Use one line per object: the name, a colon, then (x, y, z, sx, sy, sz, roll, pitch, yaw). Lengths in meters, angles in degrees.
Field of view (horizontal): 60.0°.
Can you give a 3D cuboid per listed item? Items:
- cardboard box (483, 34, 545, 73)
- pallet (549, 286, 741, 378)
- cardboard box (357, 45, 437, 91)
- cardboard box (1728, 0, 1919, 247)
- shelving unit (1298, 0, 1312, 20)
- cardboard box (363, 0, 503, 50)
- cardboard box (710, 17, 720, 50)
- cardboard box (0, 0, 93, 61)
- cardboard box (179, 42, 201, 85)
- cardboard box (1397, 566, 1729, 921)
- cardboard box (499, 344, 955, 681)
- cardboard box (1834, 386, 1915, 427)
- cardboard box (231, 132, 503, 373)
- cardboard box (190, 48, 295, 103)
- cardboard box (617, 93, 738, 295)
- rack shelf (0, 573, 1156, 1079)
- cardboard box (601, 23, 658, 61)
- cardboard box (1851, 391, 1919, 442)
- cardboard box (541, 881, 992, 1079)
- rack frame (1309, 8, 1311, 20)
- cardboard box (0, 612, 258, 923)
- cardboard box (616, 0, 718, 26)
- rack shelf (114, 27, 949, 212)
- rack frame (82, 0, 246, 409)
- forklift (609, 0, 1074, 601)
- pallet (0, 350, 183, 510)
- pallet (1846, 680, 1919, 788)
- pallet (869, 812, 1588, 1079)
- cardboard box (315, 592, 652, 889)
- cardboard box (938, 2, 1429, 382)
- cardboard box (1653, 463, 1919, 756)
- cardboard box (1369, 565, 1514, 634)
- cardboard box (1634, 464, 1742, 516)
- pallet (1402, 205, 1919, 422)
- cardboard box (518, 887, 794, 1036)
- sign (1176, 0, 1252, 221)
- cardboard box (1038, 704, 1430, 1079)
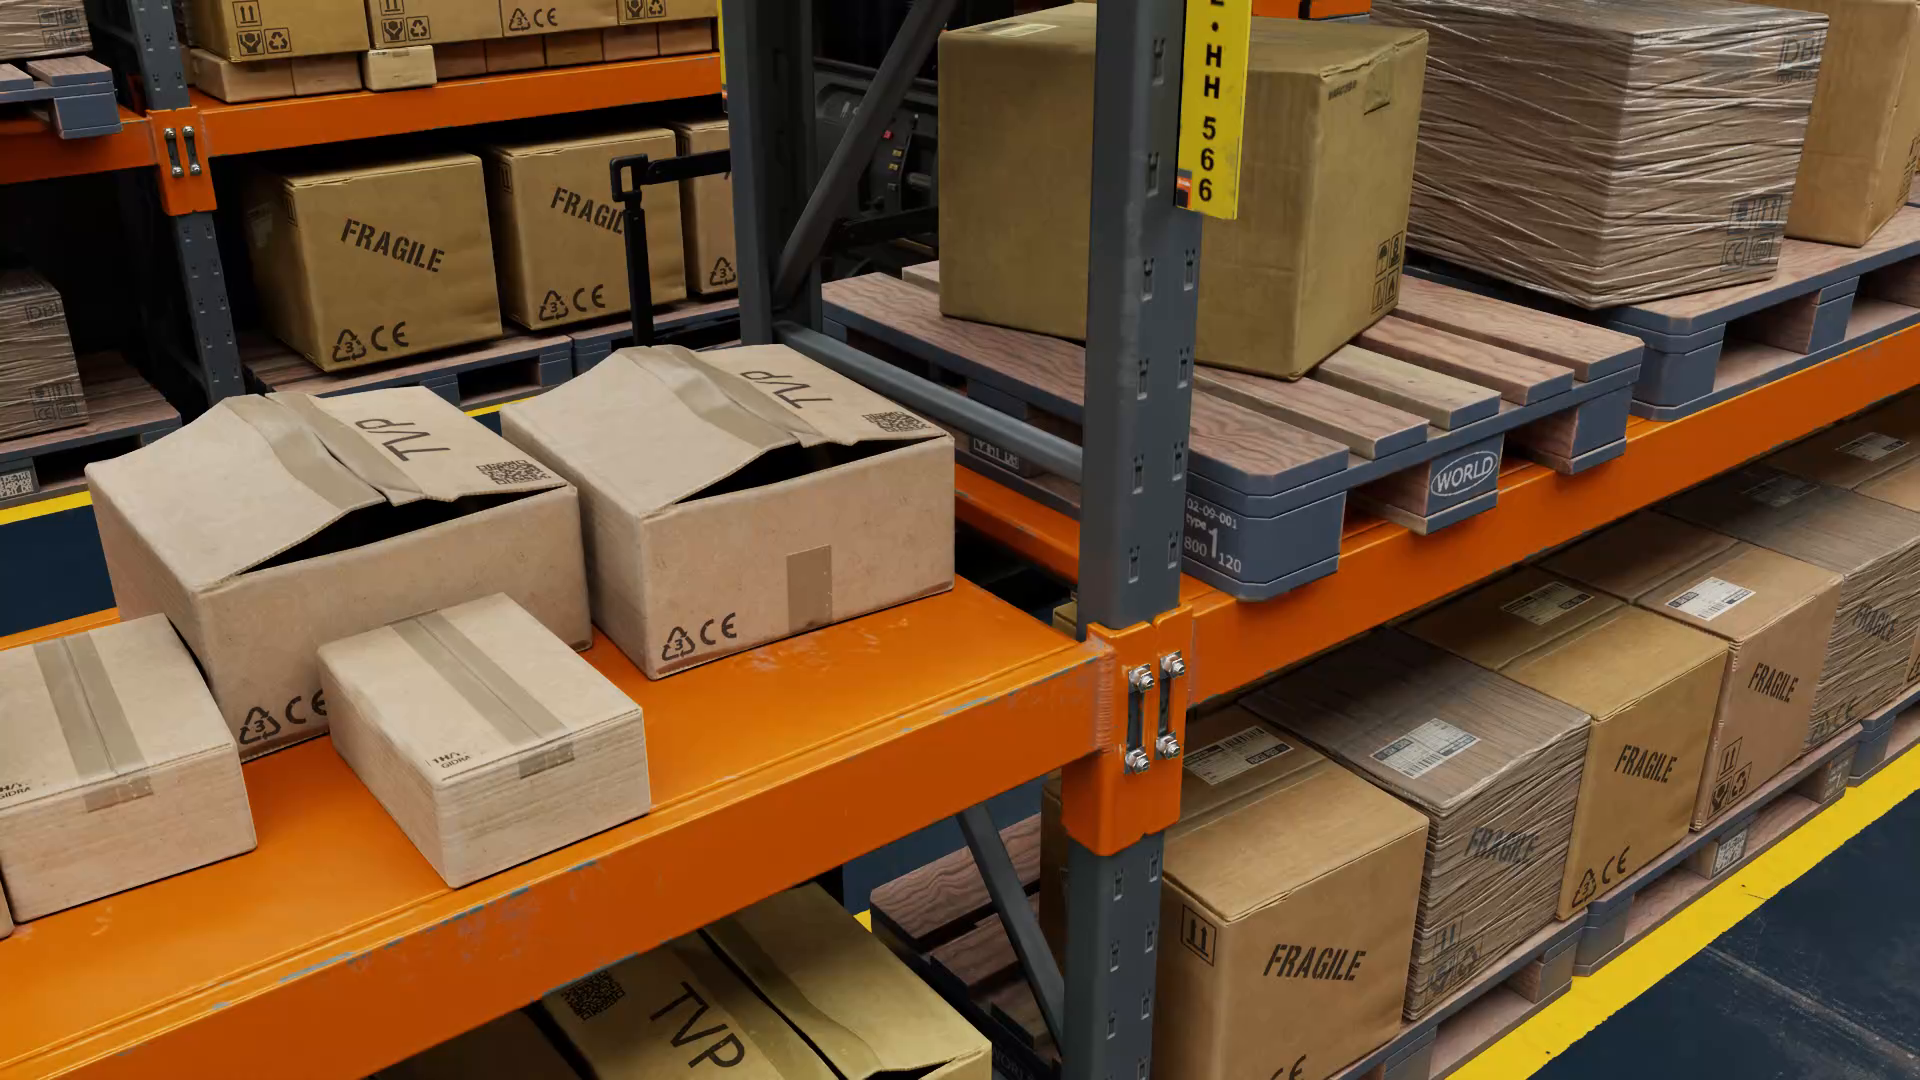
cardboard box: (-1.910, -2.037, 6.850, 0.250, 0.149, 0.380, -17, 30, -33)
pallet: (-1.472, -1.083, 7.833, 1.213, 0.211, 1.003, -18, 31, -34)
cardboard box: (-2.231, -1.860, 6.470, 0.250, 0.149, 0.380, -17, 30, -32)
cardboard box: (1.757, -1.008, 3.742, 0.700, 0.500, 0.500, 18, 30, 33)
shelving unit: (0.886, -1.267, 5.984, 0.503, 2.100, 0.431, -19, 31, -36)
cardboard box: (-2.140, -2.217, 6.467, 0.500, 0.500, 0.500, -17, 30, -32)
cardboard box: (-1.069, -2.290, 7.396, 0.250, 0.149, 0.380, -19, 31, -35)
cardboard box: (-3.462, -1.972, 5.796, 0.500, 0.500, 0.700, -23, 33, -40)
cardboard box: (-3.000, -1.918, 6.593, 0.250, 0.149, 0.380, -18, 30, -33)
cardboard box: (1.302, 0.431, 3.704, 0.500, 0.500, 0.500, -19, 31, -35)
cardboard box: (-0.352, -0.092, 2.492, 0.500, 0.311, 0.500, -16, 29, -31)
cardboard box: (2.578, -0.273, 5.221, 0.500, 0.500, 0.500, -20, 31, -36)
cardboard box: (-2.439, -1.216, 6.861, 0.750, 0.750, 0.750, -19, 31, -35)
cardboard box: (-2.696, -1.757, 6.247, 0.250, 0.149, 0.380, -19, 31, -35)
cardboard box: (-1.079, -1.664, 7.826, 0.750, 0.750, 0.750, -17, 30, -33)
rack shelf: (-1.612, 0.633, 1.678, 4.000, 0.370, 1.077, -18, 31, -34)
cardboard box: (-1.496, -2.159, 7.113, 0.250, 0.149, 0.380, -18, 30, -34)
cardboard box: (2.898, -0.095, 4.837, 0.500, 0.500, 0.500, -18, 31, -34)
cardboard box: (-0.299, 0.807, 2.549, 0.500, 0.311, 0.500, -17, 30, -33)
rack frame: (1.074, -1.332, 6.126, 0.015, 2.100, 0.400, -19, 31, -36)
cardboard box: (-1.007, 0.251, 1.944, 0.250, 0.149, 0.380, -16, 29, -30)
cardboard box: (-1.344, -2.483, 7.041, 0.500, 0.500, 0.500, -17, 30, -33)
rack shelf: (-1.524, -2.046, 7.450, 4.000, 0.370, 1.077, -18, 31, -34)
rack frame: (-3.098, -1.853, 6.179, 0.127, 3.000, 1.000, -18, 31, -34)
forklift: (-0.476, -1.161, 4.769, 3.031, 2.935, 1.130, -20, 31, -36)
pallet: (-3.714, -0.386, 6.330, 1.213, 0.211, 1.003, -18, 31, -34)
pallet: (2.492, 0.237, 4.989, 1.213, 0.211, 1.003, -18, 31, -34)
pallet: (0.572, 0.871, 3.624, 1.213, 0.211, 1.003, -18, 31, -34)
cardboard box: (-0.576, 0.226, 1.998, 0.250, 0.149, 0.380, -18, 31, -34)
cardboard box: (0.388, -0.650, 2.969, 0.700, 0.500, 0.500, 15, 29, 29)
cardboard box: (2.109, 0.161, 4.286, 0.500, 0.500, 0.500, -18, 30, -33)
cardboard box: (0.960, 0.266, 4.060, 0.500, 0.500, 0.500, -20, 31, -36)
cardboard box: (1.767, -0.003, 4.640, 0.500, 0.500, 0.500, -18, 30, -33)
pallet: (1.489, -0.633, 3.778, 1.213, 0.211, 1.003, -18, 31, -34)
cardboard box: (-0.632, 0.628, 2.934, 0.500, 0.311, 0.500, -17, 30, -32)
sign: (0.307, -0.555, 2.008, 0.005, 0.325, 0.100, -18, 31, -34)
cardboard box: (0.496, 0.698, 3.130, 0.500, 0.500, 0.500, -17, 30, -32)
